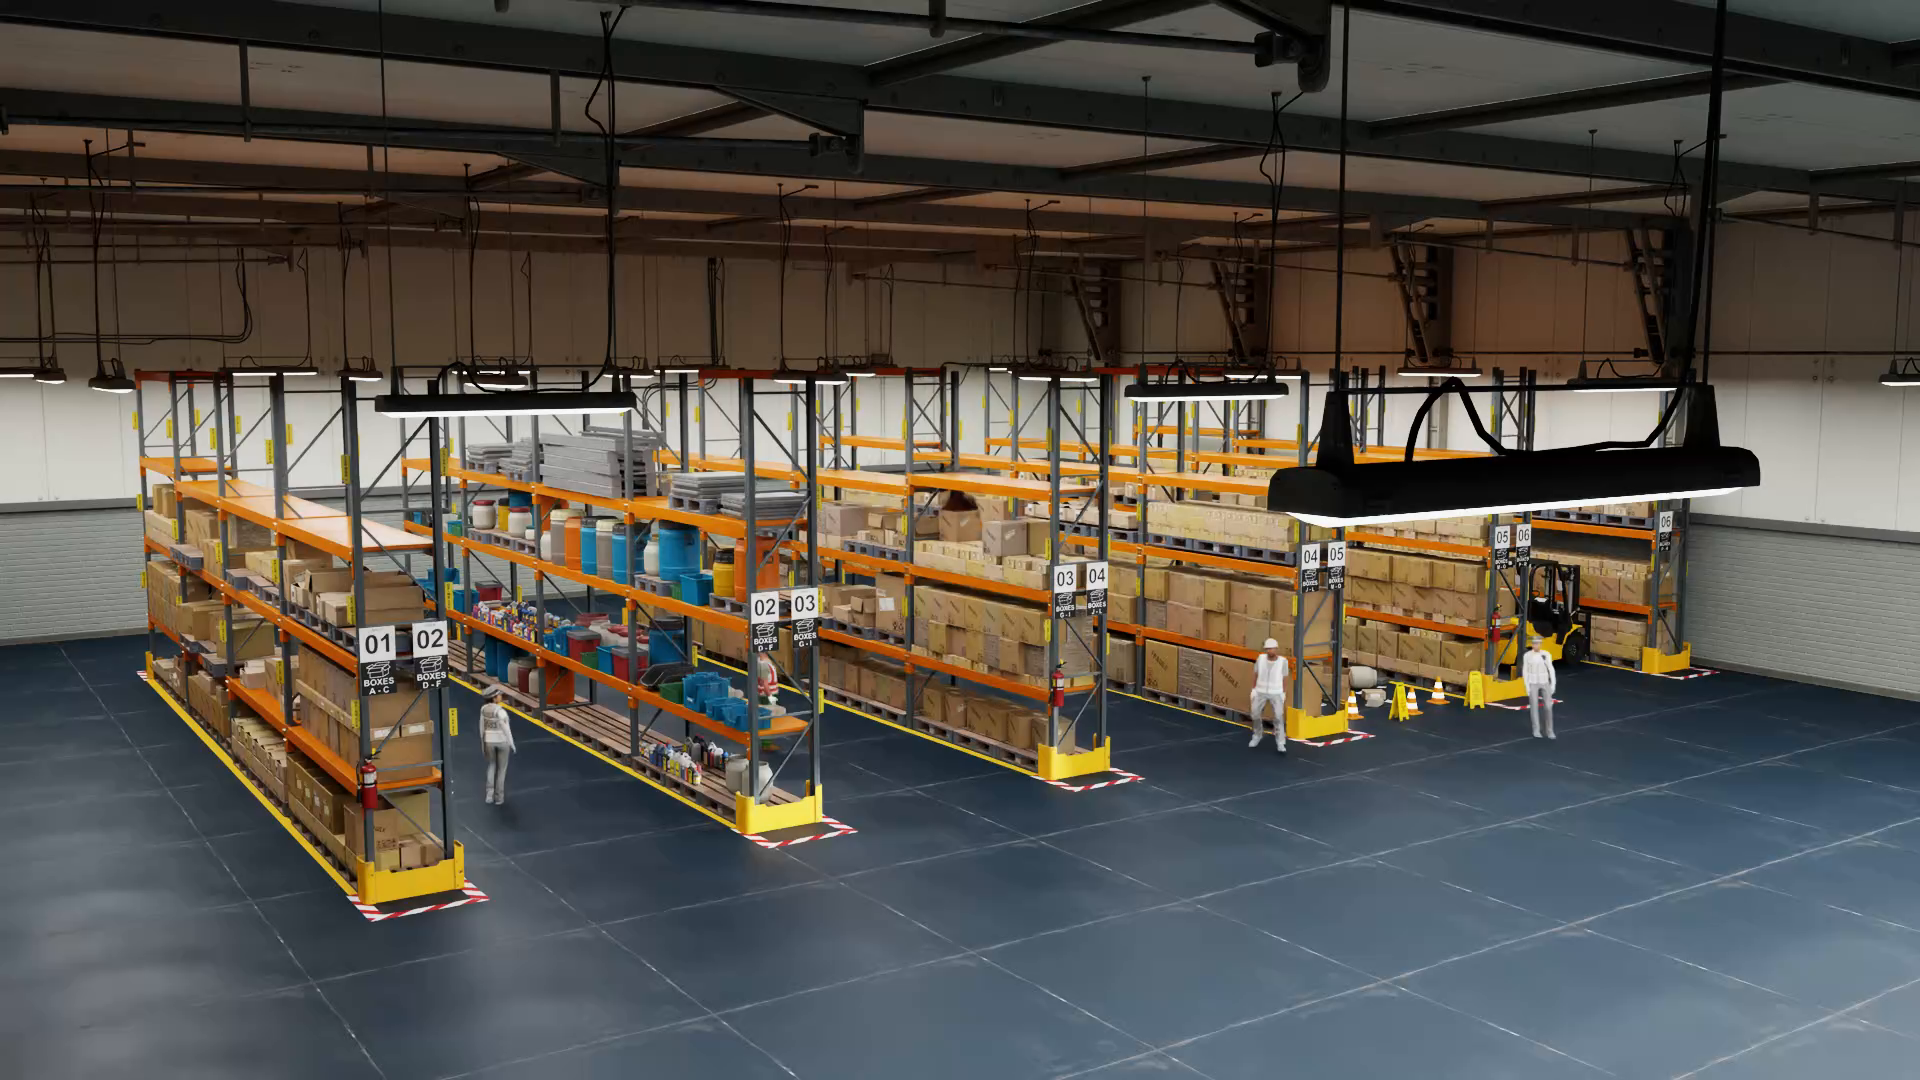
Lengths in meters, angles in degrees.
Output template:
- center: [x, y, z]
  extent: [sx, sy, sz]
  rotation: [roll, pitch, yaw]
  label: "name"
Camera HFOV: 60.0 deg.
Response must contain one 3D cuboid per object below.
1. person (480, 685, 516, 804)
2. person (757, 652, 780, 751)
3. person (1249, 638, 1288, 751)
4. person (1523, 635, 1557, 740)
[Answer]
- center: [-6.484, 2.859, 23.305]
  extent: [0.512, 1.705, 0.438]
  rotation: [0, 6, 1]
  label: "person"
- center: [-3.044, 2.483, 26.512]
  extent: [0.486, 1.804, 0.602]
  rotation: [2, 7, 15]
  label: "person"
- center: [4.916, 2.442, 26.468]
  extent: [0.601, 1.791, 0.427]
  rotation: [2, 7, 16]
  label: "person"
- center: [9.571, 2.418, 27.421]
  extent: [0.577, 1.718, 0.352]
  rotation: [2, 7, 21]
  label: "person"
